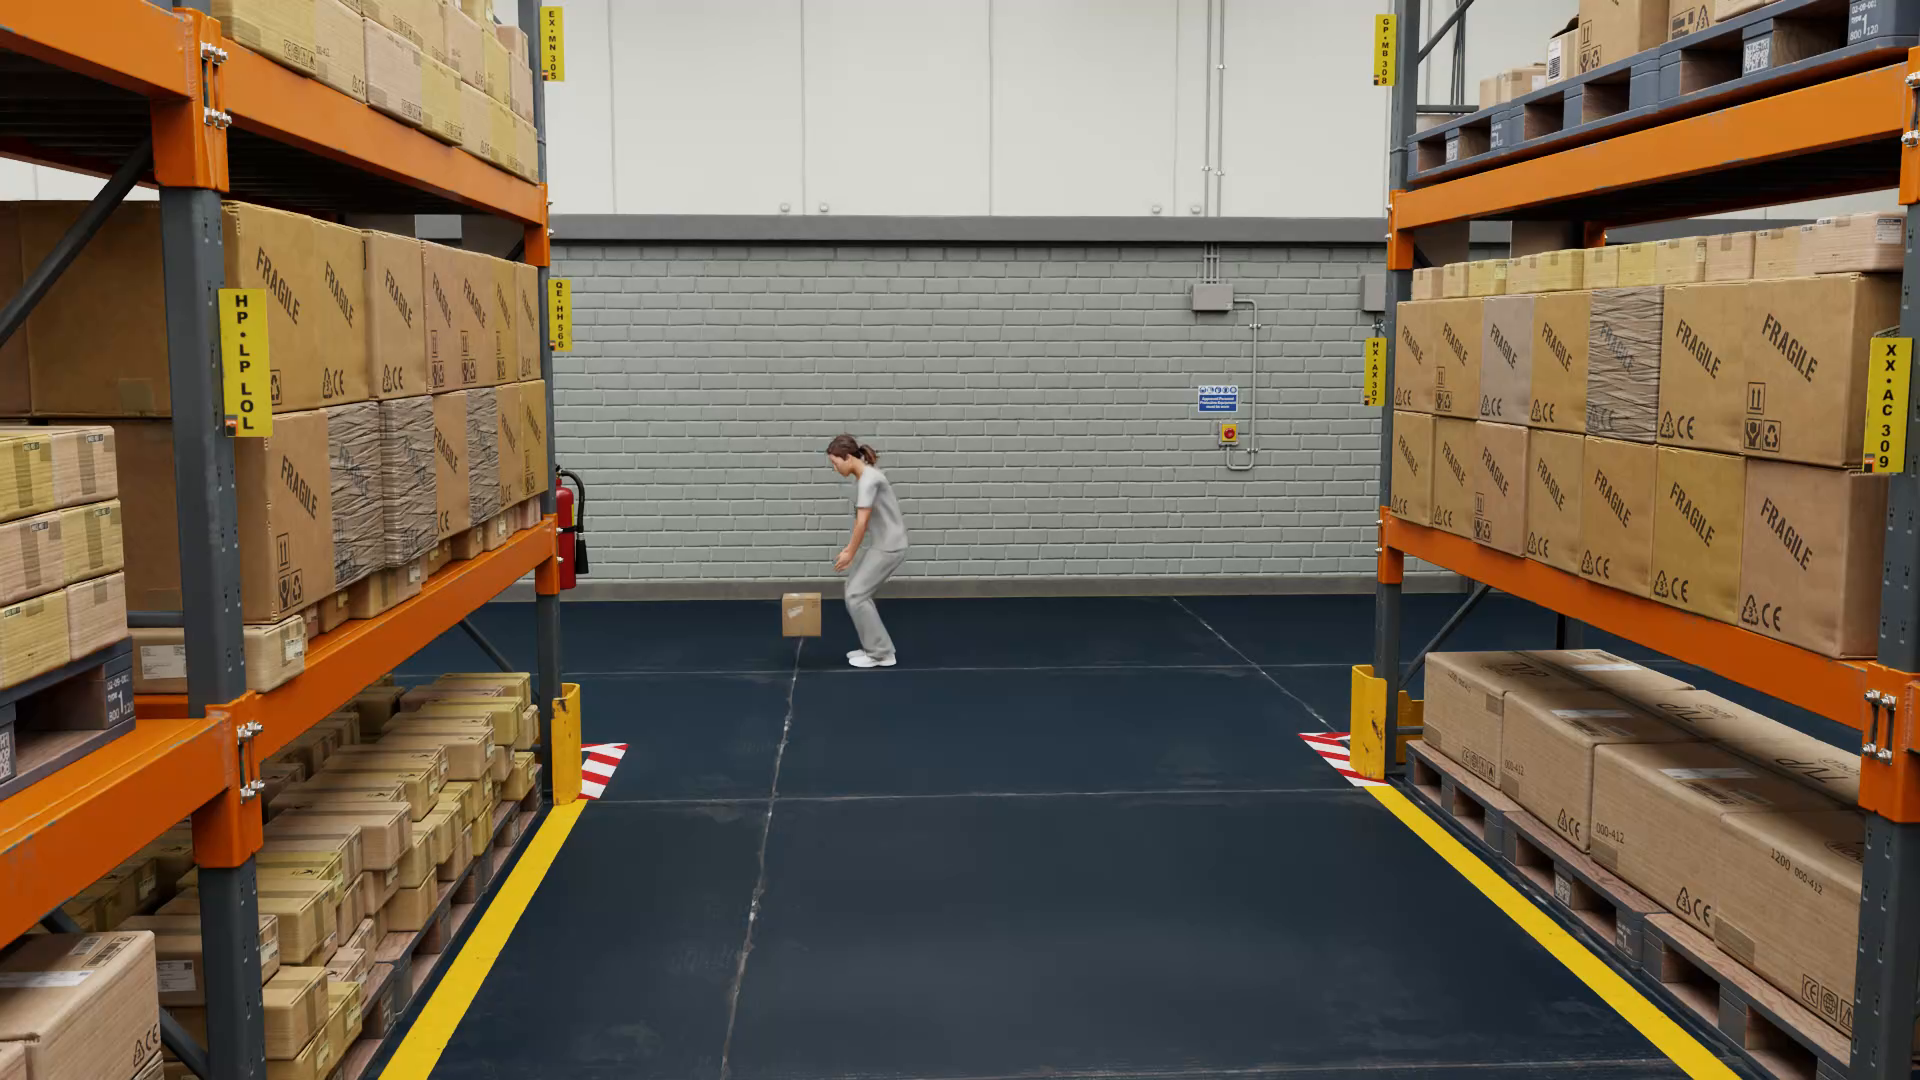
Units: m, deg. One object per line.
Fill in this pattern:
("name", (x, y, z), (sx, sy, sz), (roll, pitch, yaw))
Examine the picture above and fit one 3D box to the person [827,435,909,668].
("person", (-0.601, 0.069, 10.886), (0.532, 1.515, 0.483), (0, 7, -3))
